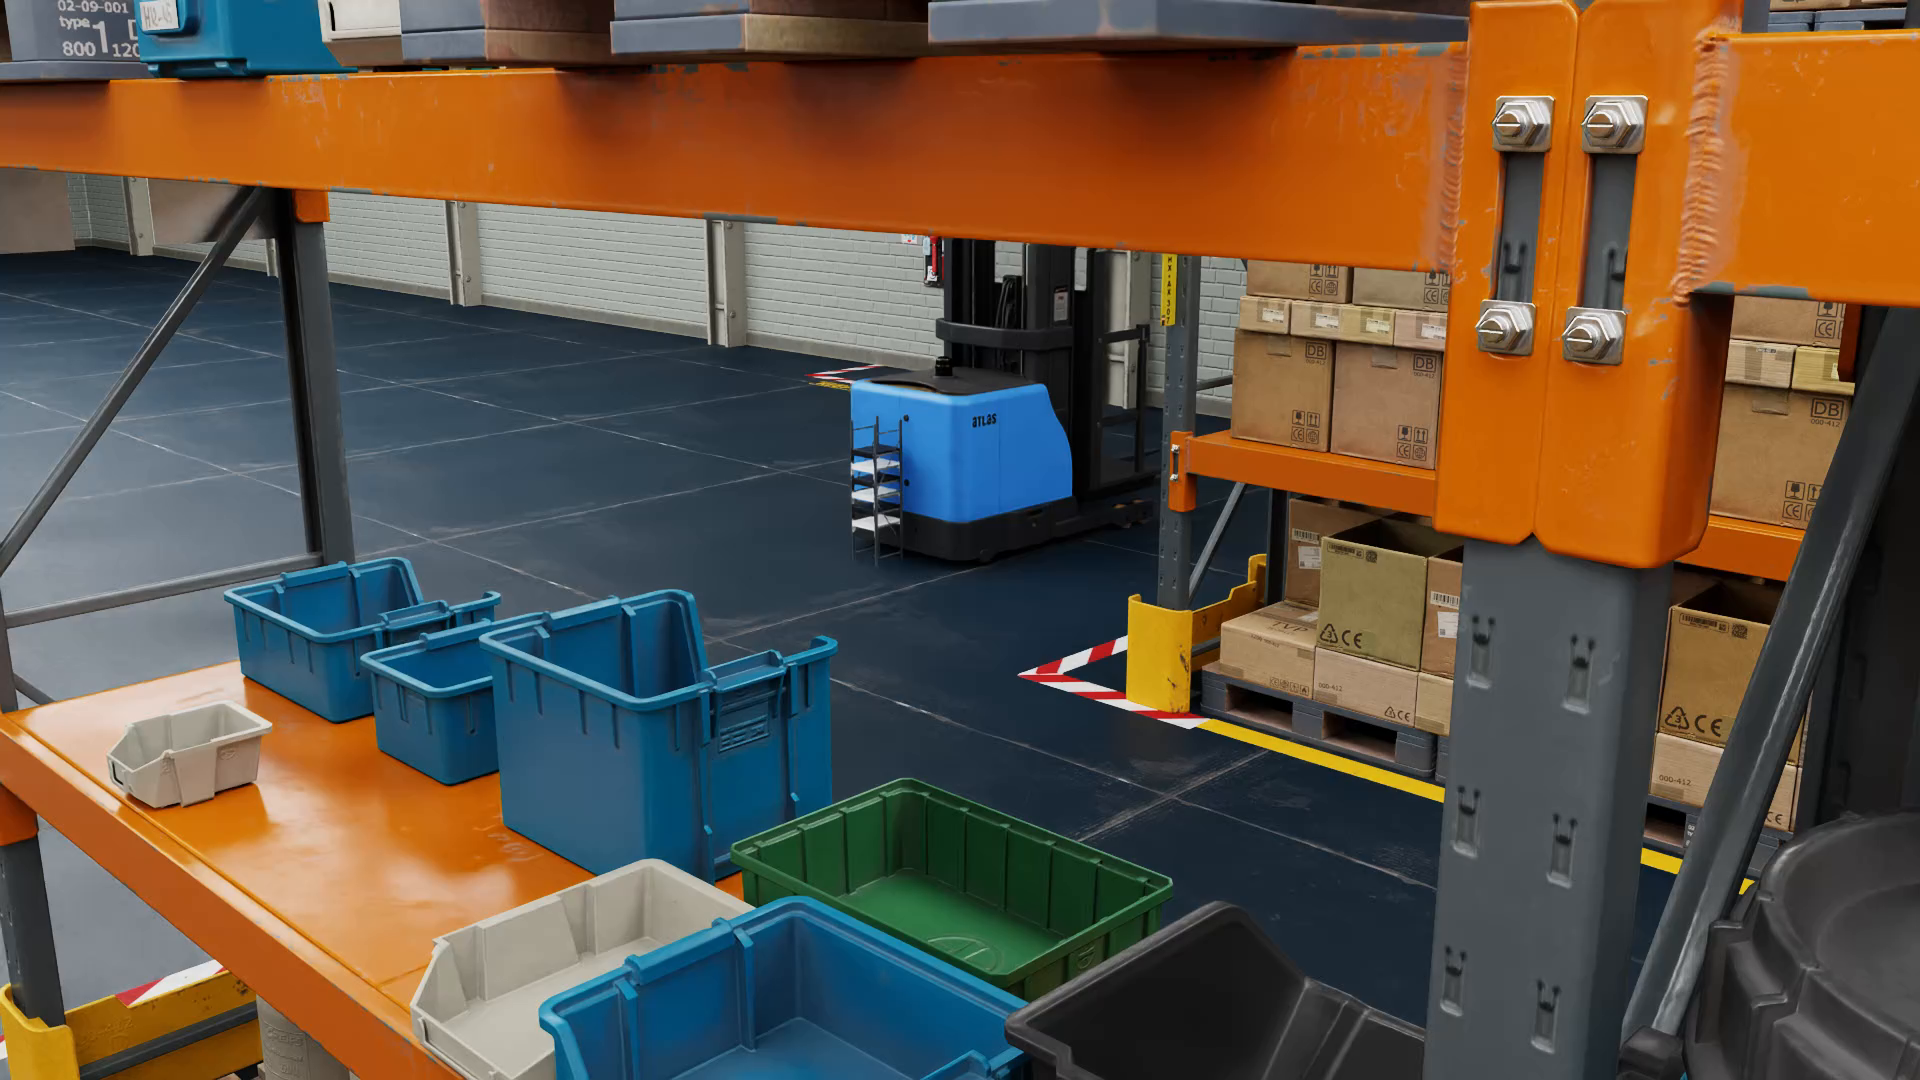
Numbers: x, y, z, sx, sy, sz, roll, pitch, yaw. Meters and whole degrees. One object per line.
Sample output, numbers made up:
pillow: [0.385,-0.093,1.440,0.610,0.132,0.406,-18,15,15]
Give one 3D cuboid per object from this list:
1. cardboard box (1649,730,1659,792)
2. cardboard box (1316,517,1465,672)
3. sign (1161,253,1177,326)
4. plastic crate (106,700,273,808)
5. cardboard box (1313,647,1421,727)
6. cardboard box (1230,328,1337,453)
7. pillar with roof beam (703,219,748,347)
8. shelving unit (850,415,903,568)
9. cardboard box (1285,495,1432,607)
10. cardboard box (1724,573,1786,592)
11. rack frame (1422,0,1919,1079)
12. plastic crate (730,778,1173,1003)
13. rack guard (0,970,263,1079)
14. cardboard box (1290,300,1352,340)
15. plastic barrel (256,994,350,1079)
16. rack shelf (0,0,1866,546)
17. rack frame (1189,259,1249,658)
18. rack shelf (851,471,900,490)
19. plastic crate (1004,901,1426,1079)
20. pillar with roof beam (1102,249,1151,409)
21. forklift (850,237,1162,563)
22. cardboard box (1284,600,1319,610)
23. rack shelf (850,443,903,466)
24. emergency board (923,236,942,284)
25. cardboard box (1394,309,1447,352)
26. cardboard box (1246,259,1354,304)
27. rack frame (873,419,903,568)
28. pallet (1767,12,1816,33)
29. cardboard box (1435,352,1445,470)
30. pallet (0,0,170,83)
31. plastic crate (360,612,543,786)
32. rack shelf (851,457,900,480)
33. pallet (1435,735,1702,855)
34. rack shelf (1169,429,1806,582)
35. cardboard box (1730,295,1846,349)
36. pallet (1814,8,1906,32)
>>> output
cardboard box: [2.630,0.764,6.673,0.500,0.250,0.500,14,20,42]
cardboard box: [1.912,0.225,7.253,0.500,0.500,0.500,14,20,42]
sign: [0.930,-1.118,7.402,0.005,0.325,0.100,14,20,42]
plastic crate: [-1.701,0.480,3.663,0.250,0.136,0.298,14,20,42]
cardboard box: [1.914,0.588,7.349,0.500,0.250,0.500,14,20,42]
cardboard box: [1.647,-0.725,7.568,0.500,0.500,0.700,14,20,42]
pillar with roof beam: [-5.767,-5.917,15.794,0.400,9.000,9.100,14,20,42]
shelving unit: [-0.513,-0.299,10.295,0.210,0.900,0.258,13,20,41]
cardboard box: [1.912,0.043,7.950,0.500,0.500,0.500,14,20,42]
cardboard box: [3.362,0.391,6.617,0.500,0.500,0.500,14,20,42]
rack frame: [0.756,0.838,1.766,0.053,2.616,0.949,14,20,42]
plastic crate: [-0.023,0.651,2.904,0.662,0.188,0.450,14,20,42]
rack guard: [-2.034,1.352,4.752,0.348,0.500,1.175,14,20,42]
cardboard box: [1.644,-0.970,7.220,0.250,0.149,0.380,13,19,41]
plastic barrel: [-1.595,1.240,4.327,0.421,0.512,0.421,0,15,0]
rack shelf: [-0.682,-0.616,2.824,4.000,0.370,1.077,14,20,42]
rack frame: [1.322,-0.761,7.906,0.053,2.616,0.949,14,20,42]
rack shelf: [-0.513,-0.354,10.281,0.200,0.077,0.258,13,20,41]
plastic crate: [0.470,0.753,2.217,0.504,0.338,0.767,14,20,42]
pillar with roof beam: [-1.448,-4.867,11.764,0.400,9.000,9.100,14,20,42]
forklift: [0.677,-1.574,11.158,1.130,2.935,3.031,14,20,42]
cardboard box: [1.911,0.407,8.043,0.500,0.250,0.500,14,20,42]
rack shelf: [-0.513,-0.528,10.236,0.200,0.077,0.258,13,20,41]
emergency board: [-0.216,-3.192,17.232,0.585,1.158,0.155,14,20,42]
cardboard box: [2.003,-0.881,6.880,0.250,0.149,0.380,13,20,41]
cardboard box: [1.685,-1.344,7.369,0.500,0.500,0.700,14,20,42]
rack frame: [-0.439,-0.282,10.228,0.006,0.900,0.240,13,20,41]
pallet: [2.693,-1.828,6.224,1.213,0.211,1.003,14,20,42]
cardboard box: [2.381,-0.546,6.881,0.500,0.500,0.700,14,20,43]
pallet: [-1.594,-1.060,3.477,1.213,0.211,1.003,14,20,42]
plastic crate: [-1.090,0.357,3.906,0.408,0.251,0.499,14,20,42]
rack shelf: [-0.513,-0.441,10.258,0.200,0.077,0.258,13,20,41]
pallet: [2.773,0.928,6.951,1.213,0.211,1.003,14,20,42]
rack shelf: [2.759,-0.063,6.651,4.000,0.370,1.077,14,20,42]
cardboard box: [3.150,-0.990,6.009,0.500,0.500,0.700,14,20,42]
pallet: [3.567,-1.614,5.404,1.213,0.211,1.003,14,20,42]
